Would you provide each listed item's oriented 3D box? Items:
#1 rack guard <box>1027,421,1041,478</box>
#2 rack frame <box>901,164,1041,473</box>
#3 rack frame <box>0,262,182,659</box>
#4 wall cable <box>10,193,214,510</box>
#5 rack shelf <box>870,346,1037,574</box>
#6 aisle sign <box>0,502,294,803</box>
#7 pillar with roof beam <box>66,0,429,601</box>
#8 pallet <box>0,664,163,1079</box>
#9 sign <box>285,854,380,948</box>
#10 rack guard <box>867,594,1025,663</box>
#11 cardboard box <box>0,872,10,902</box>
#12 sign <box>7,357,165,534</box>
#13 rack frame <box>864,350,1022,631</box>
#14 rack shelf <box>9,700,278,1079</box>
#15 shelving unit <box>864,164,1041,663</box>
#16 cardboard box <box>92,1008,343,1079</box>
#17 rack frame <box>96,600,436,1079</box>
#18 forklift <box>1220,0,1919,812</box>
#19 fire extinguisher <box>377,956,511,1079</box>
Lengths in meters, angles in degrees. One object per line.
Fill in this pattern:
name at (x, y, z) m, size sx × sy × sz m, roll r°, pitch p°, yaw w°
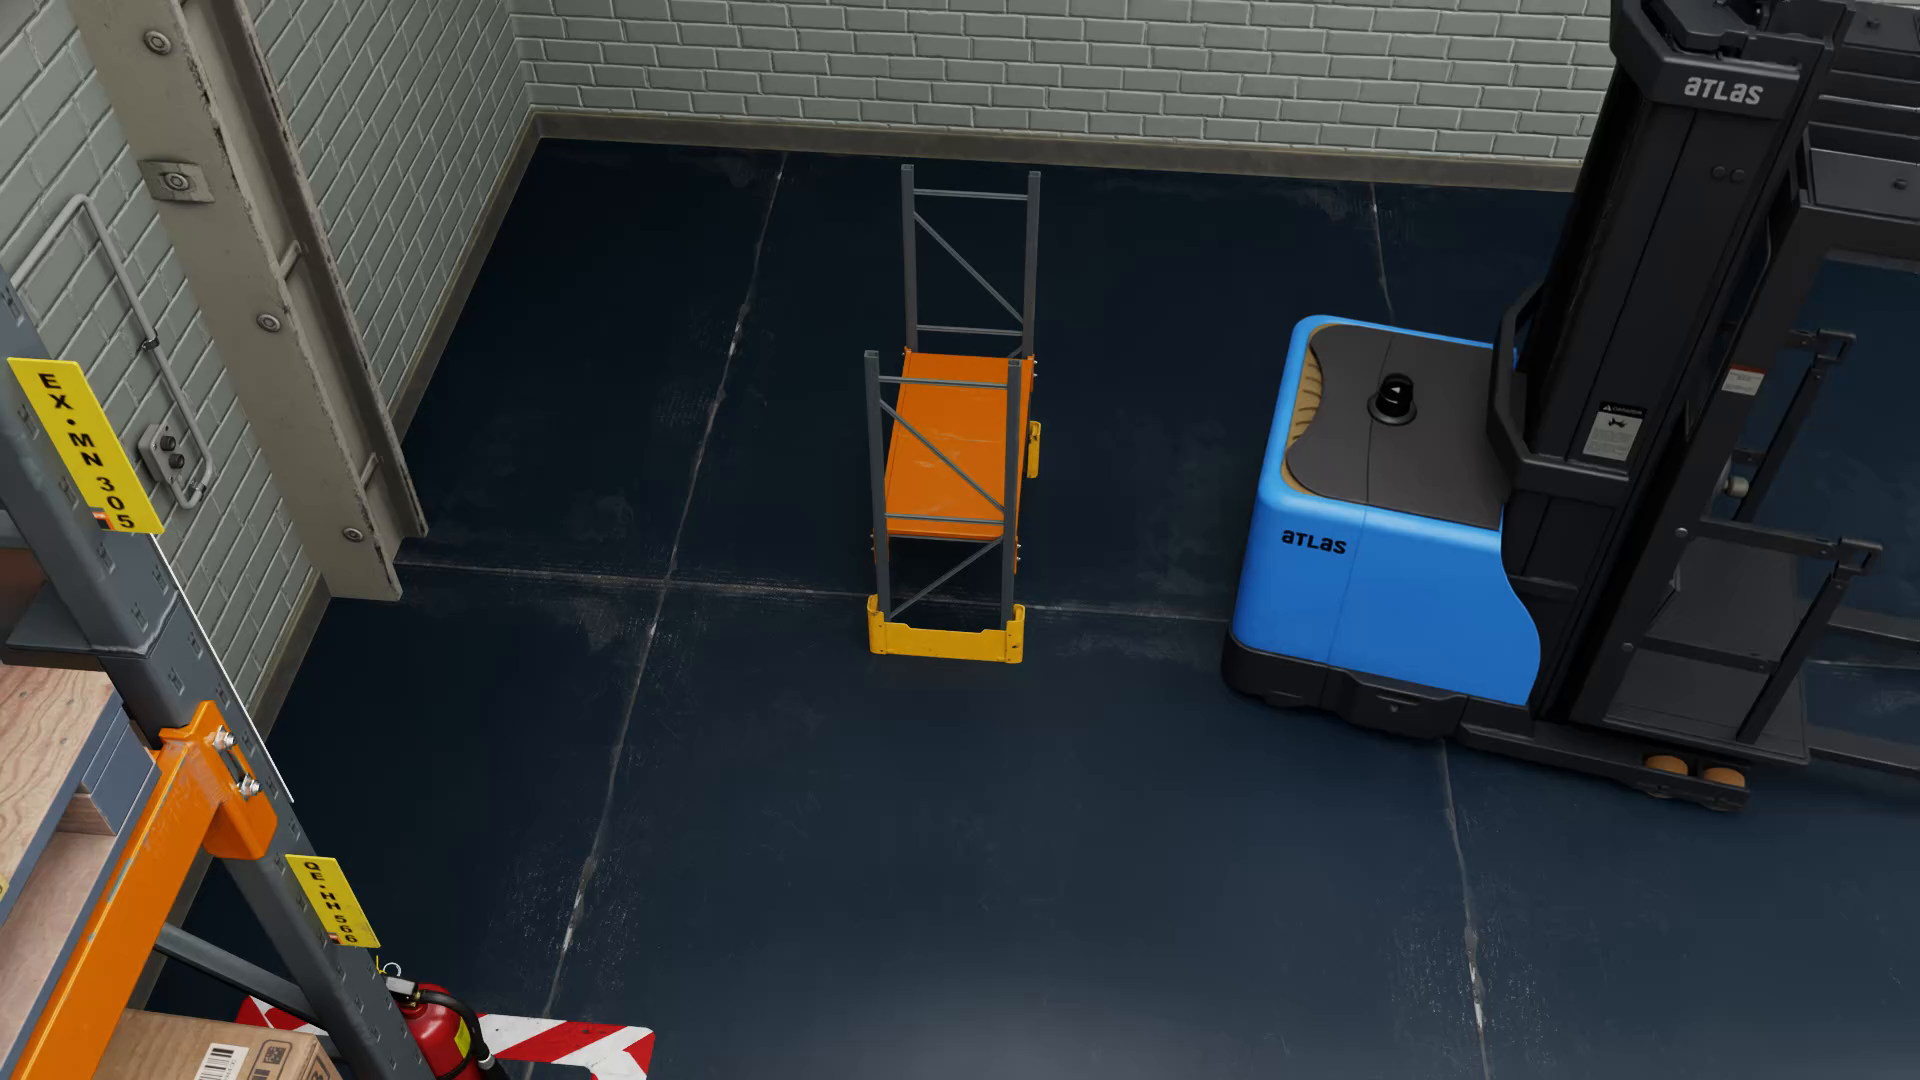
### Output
rack guard at (0.038, -0.394, 6.967) m, size 0.587 × 0.250 × 0.087 m, roll 4°, pitch 48°, yaw 4°
rack frame at (0.039, -0.817, 6.507) m, size 0.500 × 1.500 × 0.032 m, roll 4°, pitch 48°, yaw 4°
rack frame at (-1.733, -0.910, 1.510) m, size 1.000 × 3.000 × 0.127 m, roll 4°, pitch 48°, yaw 4°
wall cable at (-2.559, -0.233, 4.267) m, size 0.084 × 1.984 × 1.851 m, roll 4°, pitch 48°, yaw 4°
rack shelf at (-0.008, -0.322, 6.298) m, size 0.538 × 0.185 × 1.000 m, roll 4°, pitch 48°, yaw 4°
aisle sign at (-1.428, 0.205, 2.794) m, size 0.394 × 0.787 × 0.004 m, roll 4°, pitch 48°, yaw 4°
pillar with roof beam at (1.939, -2.663, 3.113) m, size 9.100 × 9.000 × 0.400 m, roll 4°, pitch 48°, yaw 4°
pallet at (-1.790, 0.678, 2.150) m, size 1.003 × 0.211 × 1.213 m, roll 4°, pitch 48°, yaw 4°
sign at (-1.194, 0.691, 3.166) m, size 0.100 × 0.325 × 0.005 m, roll 4°, pitch 48°, yaw 4°
rack guard at (-0.052, 0.338, 6.298) m, size 0.587 × 0.250 × 0.087 m, roll 4°, pitch 48°, yaw 4°
cardboard box at (-1.536, 0.534, 1.972) m, size 0.500 × 0.250 × 0.500 m, roll 5°, pitch 48°, yaw 5°
sign at (-1.194, -0.123, 2.276) m, size 0.100 × 0.325 × 0.005 m, roll 4°, pitch 48°, yaw 4°
rack frame at (-0.054, -0.070, 5.824) m, size 0.500 × 1.500 × 0.032 m, roll 4°, pitch 48°, yaw 4°
rack shelf at (-1.916, 1.815, 1.538) m, size 1.077 × 0.370 × 4.000 m, roll 4°, pitch 48°, yaw 4°
shelving unit at (-0.007, -0.450, 6.171) m, size 0.587 × 1.500 × 1.083 m, roll 4°, pitch 48°, yaw 4°
cardboard box at (-1.770, 1.389, 3.269) m, size 0.980 × 0.700 × 0.700 m, roll 6°, pitch 48°, yaw 5°
rack frame at (-1.733, 1.115, 3.724) m, size 1.000 × 3.000 × 0.127 m, roll 4°, pitch 48°, yaw 4°
forklift at (2.552, -0.469, 5.219) m, size 3.031 × 2.935 × 1.130 m, roll 12°, pitch 49°, yaw 11°
fire extinguisher at (-1.260, 1.187, 3.963) m, size 0.296 × 0.674 × 0.183 m, roll 4°, pitch 48°, yaw 4°
